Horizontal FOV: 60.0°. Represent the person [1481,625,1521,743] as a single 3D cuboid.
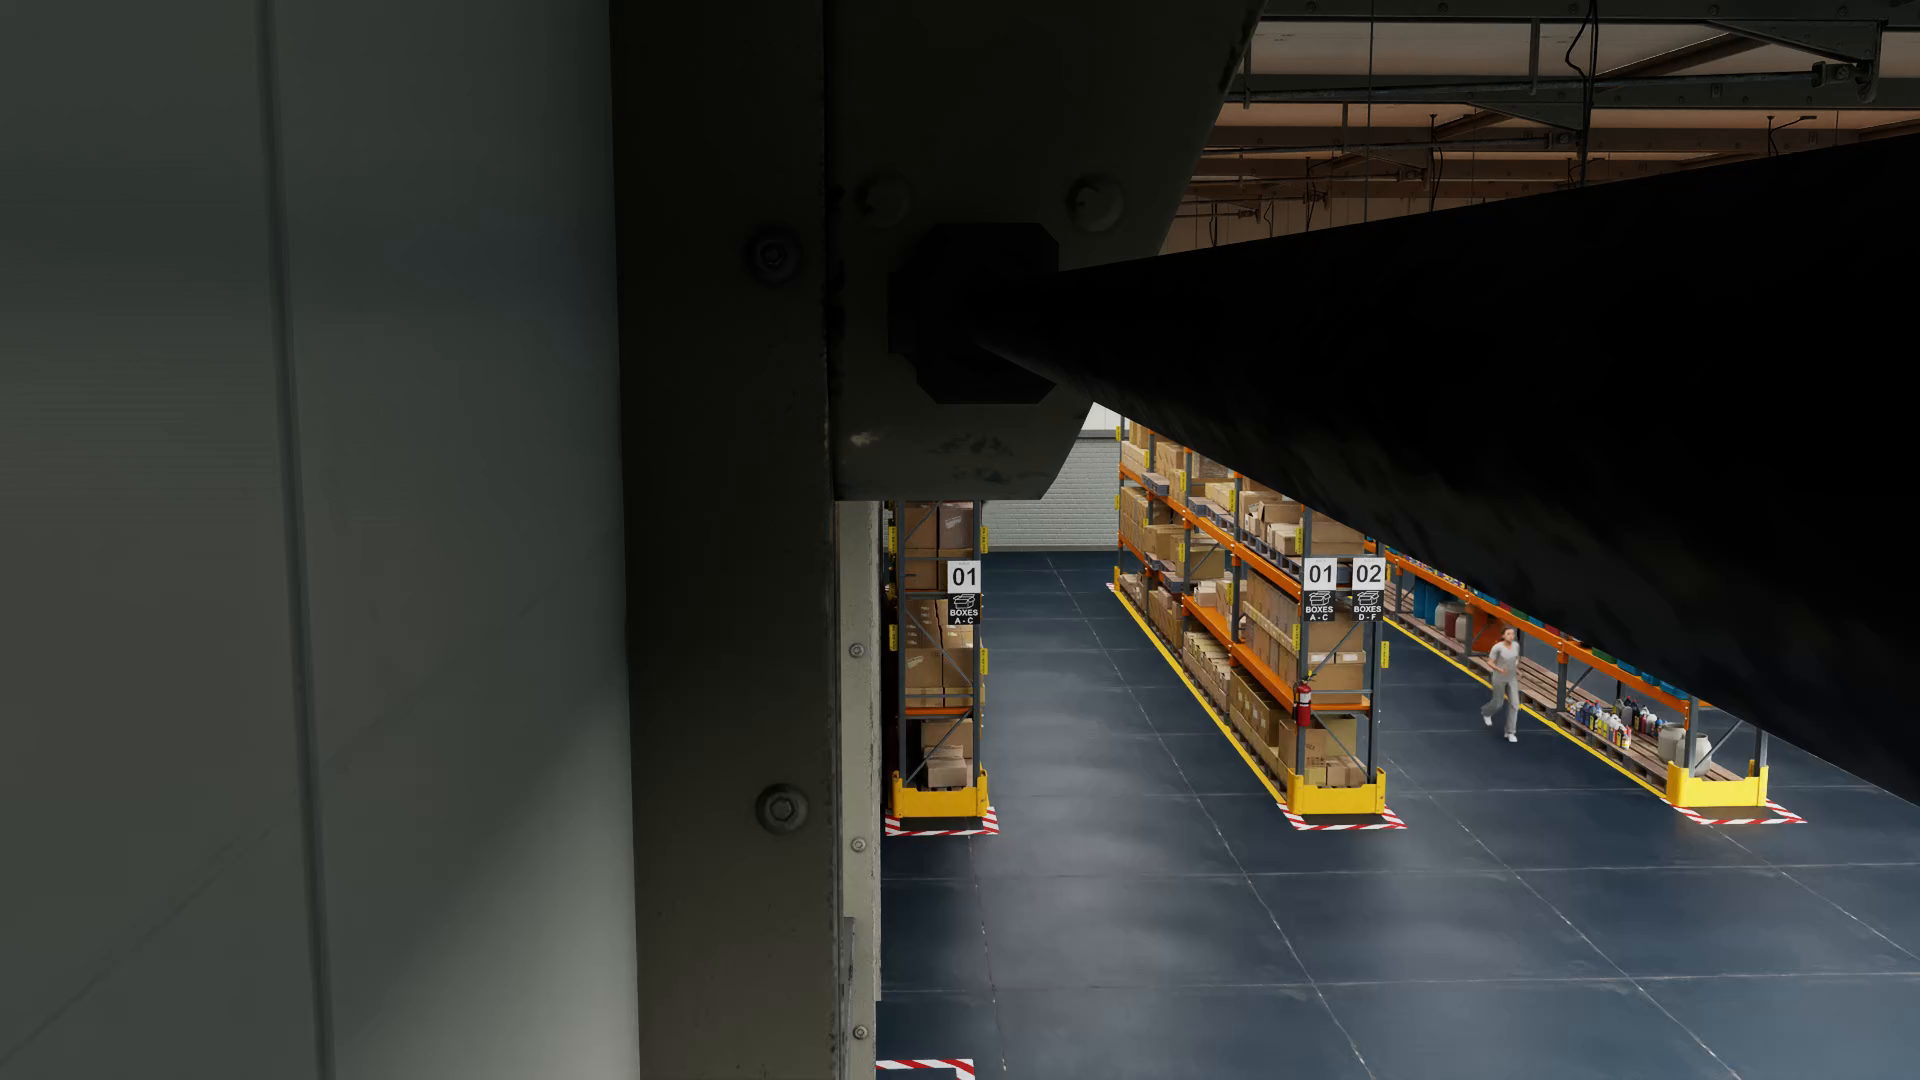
[{"bbox_3d":[7.903,2.037,24.202,0.550,1.656,0.926,-1,8,-8],"label":"person"}]
